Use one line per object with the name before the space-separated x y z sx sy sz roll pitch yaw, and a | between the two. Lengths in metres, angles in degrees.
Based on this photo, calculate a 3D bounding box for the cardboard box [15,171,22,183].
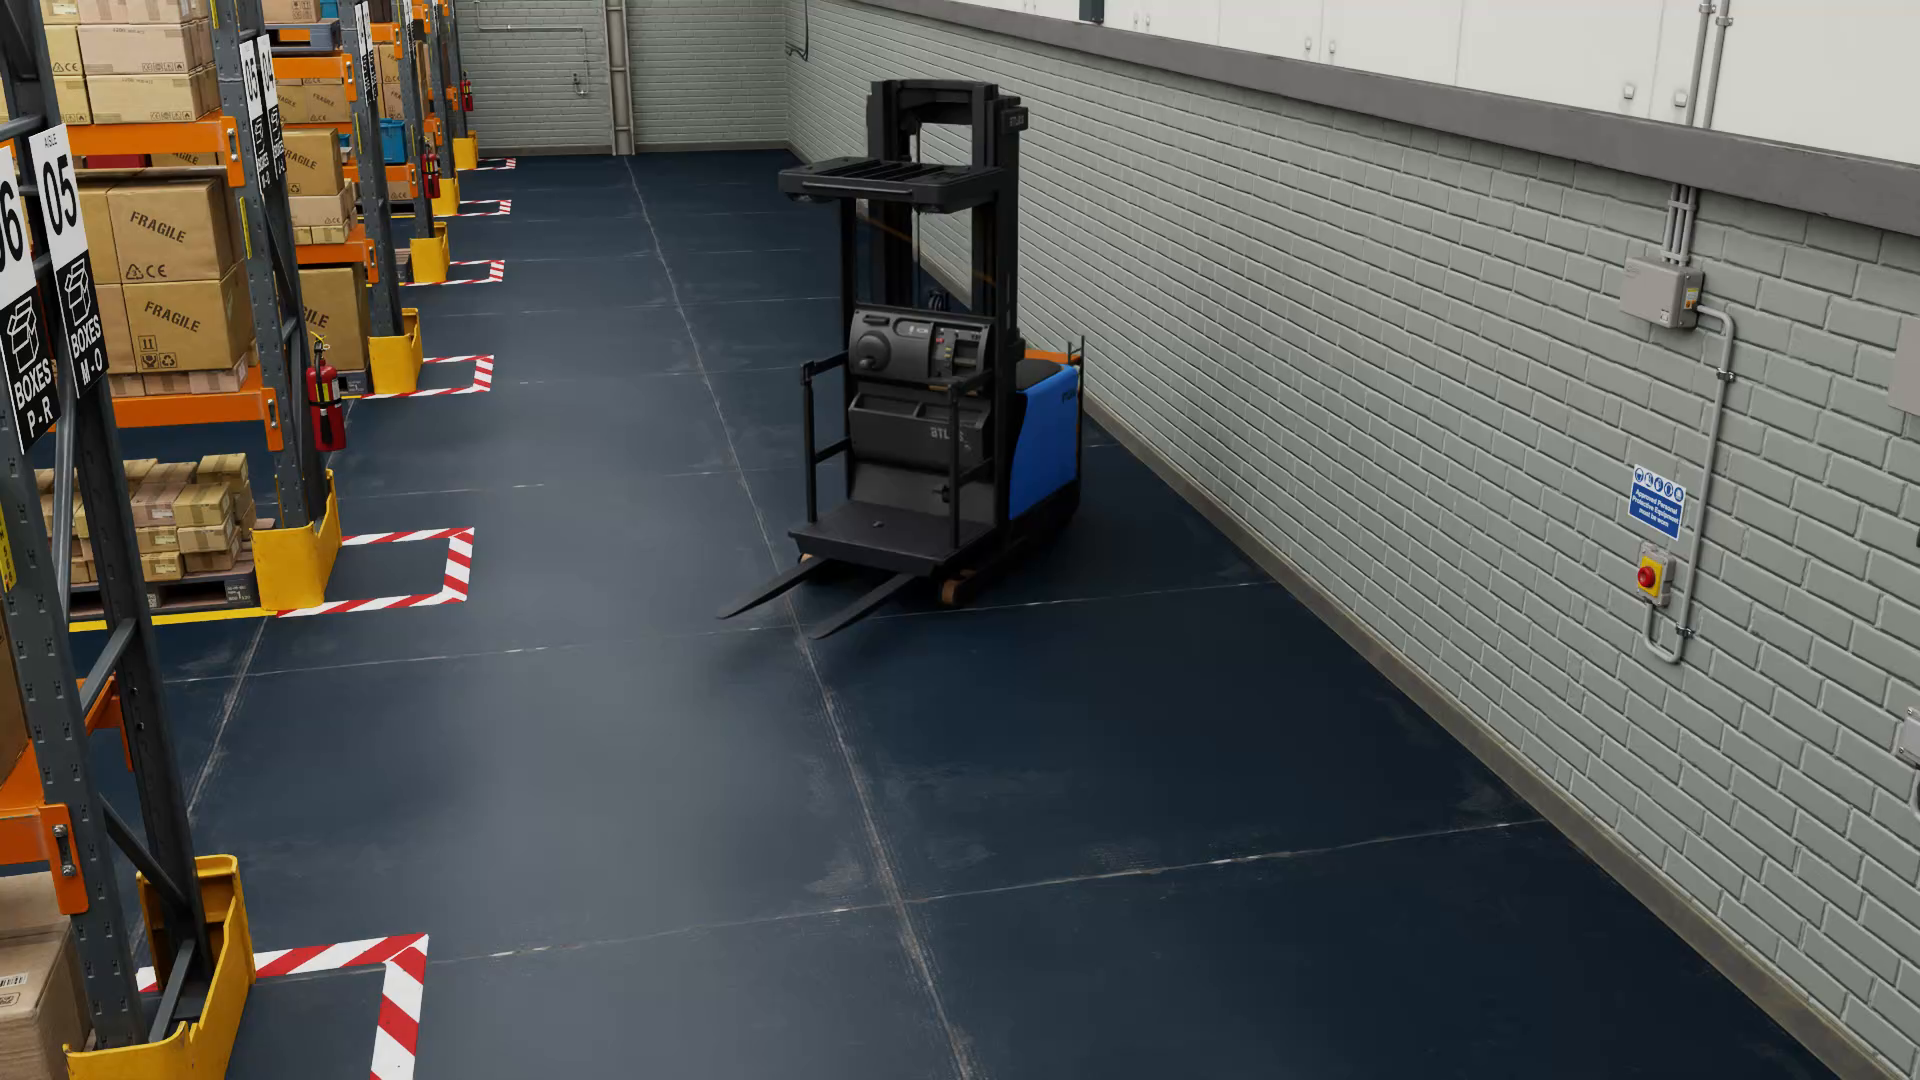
cardboard box | -5.506 -1.832 9.544 0.500 0.500 0.500 -5 21 -14

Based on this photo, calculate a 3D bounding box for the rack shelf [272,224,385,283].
rack shelf | -6.996 -2.371 14.092 4.000 0.370 1.077 -5 21 -12

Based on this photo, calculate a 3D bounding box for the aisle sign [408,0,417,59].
aisle sign | -6.188 -5.851 18.766 0.004 0.787 0.394 -5 21 -12

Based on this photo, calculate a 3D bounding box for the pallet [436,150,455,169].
pallet | -9.230 -6.442 28.214 1.213 0.211 1.003 -5 21 -12

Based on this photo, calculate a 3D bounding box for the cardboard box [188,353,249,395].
cardboard box | -4.259 -0.960 9.560 0.250 0.149 0.380 -5 21 -12

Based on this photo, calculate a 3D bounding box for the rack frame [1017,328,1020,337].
rack frame | 0.347 -0.861 11.539 0.015 1.200 0.240 10 22 26

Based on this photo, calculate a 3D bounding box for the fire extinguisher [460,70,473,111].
fire extinguisher | -8.217 -7.487 27.667 0.183 0.674 0.296 -5 21 -12

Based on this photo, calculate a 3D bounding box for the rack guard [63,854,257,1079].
rack guard | -2.746 1.622 5.780 0.348 0.500 1.175 -5 21 -12

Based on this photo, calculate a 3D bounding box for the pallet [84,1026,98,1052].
pallet | -3.530 1.849 5.580 1.213 0.211 1.003 -5 21 -12

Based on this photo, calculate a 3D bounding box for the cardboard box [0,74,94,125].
cardboard box | -4.884 -2.369 8.899 0.500 0.250 0.500 -5 21 -12

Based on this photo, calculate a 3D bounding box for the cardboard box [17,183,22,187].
cardboard box | -5.392 -1.651 9.049 0.500 0.500 0.500 -4 20 -10

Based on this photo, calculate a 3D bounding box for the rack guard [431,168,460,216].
rack guard | -7.400 -5.003 23.867 0.348 0.500 1.175 -5 21 -12

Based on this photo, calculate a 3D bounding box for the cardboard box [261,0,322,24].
cardboard box | -5.544 -4.507 13.616 0.500 0.500 0.700 -6 21 -16

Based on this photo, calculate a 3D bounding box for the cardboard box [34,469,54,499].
cardboard box | -5.605 -0.304 10.072 0.250 0.149 0.380 -4 20 -10

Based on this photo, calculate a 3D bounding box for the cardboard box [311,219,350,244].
cardboard box | -5.321 -2.611 14.065 0.250 0.149 0.380 -4 21 -11

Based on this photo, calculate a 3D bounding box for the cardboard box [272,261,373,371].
cardboard box | -5.654 -1.989 14.482 0.875 0.875 0.875 -5 21 -12

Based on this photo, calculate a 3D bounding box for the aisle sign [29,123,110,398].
aisle sign | -2.766 -0.873 5.178 0.004 0.787 0.394 -5 21 -12

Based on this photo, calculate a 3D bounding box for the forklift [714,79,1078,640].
forklift | -0.347 -1.152 9.819 1.130 2.935 3.031 10 23 26

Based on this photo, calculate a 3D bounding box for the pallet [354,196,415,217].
pallet | -8.176 -4.804 23.743 1.213 0.211 1.003 -5 21 -12

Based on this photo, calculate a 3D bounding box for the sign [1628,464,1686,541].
sign | 2.761 -0.152 6.595 0.001 0.218 0.327 -5 21 -12

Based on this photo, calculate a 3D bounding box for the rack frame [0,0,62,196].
rack frame | -2.770 -2.367 4.313 0.127 3.000 1.000 -5 21 -12

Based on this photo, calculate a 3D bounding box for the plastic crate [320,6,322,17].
plastic crate | -7.084 -5.660 17.973 0.336 0.188 0.450 -5 21 -12

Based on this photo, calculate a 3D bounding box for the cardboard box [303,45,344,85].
cardboard box | -8.691 -6.490 22.690 0.500 0.500 0.500 -4 21 -11

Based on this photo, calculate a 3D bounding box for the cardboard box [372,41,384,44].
cardboard box | -8.325 -6.709 23.289 0.500 0.500 0.500 -4 21 -12

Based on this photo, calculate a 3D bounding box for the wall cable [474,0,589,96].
wall cable | -7.441 -8.736 28.945 1.851 1.984 0.084 -5 21 -12

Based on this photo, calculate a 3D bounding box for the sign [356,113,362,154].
sign | -4.939 -3.339 13.661 0.005 0.325 0.100 -5 21 -12

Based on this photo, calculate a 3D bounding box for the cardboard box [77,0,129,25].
cardboard box | -4.521 -2.840 8.878 0.250 0.149 0.380 -4 21 -12

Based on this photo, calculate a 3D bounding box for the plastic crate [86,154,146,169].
plastic crate | -9.156 -4.253 18.004 0.583 0.464 0.402 -5 21 -12

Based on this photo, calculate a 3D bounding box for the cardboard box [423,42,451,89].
cardboard box | -8.964 -7.938 27.808 0.700 0.700 0.980 -4 20 -10

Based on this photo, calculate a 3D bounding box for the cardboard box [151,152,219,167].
cardboard box | -6.569 -3.258 14.163 0.500 0.500 0.500 -5 21 -14

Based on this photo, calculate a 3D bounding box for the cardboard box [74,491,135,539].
cardboard box | -4.944 -0.146 9.642 0.250 0.149 0.380 -5 21 -14

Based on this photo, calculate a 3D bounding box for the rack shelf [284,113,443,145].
rack shelf | -9.272 -5.687 23.145 4.000 0.370 1.077 -5 21 -12

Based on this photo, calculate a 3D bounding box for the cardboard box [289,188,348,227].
cardboard box | -5.461 -2.809 14.028 0.500 0.250 0.500 -5 21 -13

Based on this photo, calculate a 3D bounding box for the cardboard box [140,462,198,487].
cardboard box | -4.836 -0.347 10.190 0.250 0.149 0.380 -4 21 -11

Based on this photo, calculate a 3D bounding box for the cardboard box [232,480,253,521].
cardboard box | -4.576 -0.241 10.334 0.250 0.149 0.380 -4 20 -10

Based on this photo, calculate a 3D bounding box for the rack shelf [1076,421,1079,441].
rack shelf | 0.562 -0.758 11.455 0.480 0.148 0.258 10 22 26

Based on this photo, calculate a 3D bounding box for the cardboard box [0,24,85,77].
cardboard box | -4.894 -2.609 8.826 0.500 0.250 0.500 -5 21 -14

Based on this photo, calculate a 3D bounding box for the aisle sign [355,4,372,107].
aisle sign | -4.911 -3.993 13.694 0.004 0.787 0.394 -5 21 -12

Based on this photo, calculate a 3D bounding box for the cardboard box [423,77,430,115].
cardboard box | -7.818 -6.283 23.581 0.500 0.500 0.500 -4 21 -11

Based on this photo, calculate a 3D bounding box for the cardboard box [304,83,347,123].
cardboard box | -8.690 -6.024 22.872 0.500 0.500 0.500 -4 21 -12

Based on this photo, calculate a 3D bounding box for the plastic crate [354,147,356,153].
plastic crate | -6.837 -4.522 19.215 0.298 0.136 0.250 -5 21 -12

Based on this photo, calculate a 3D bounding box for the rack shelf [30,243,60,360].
rack shelf | -4.716 -0.462 4.520 4.000 0.370 1.077 -5 21 -12

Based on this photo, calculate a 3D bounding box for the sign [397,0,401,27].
sign | -6.047 -5.701 17.929 0.005 0.325 0.100 -5 21 -12

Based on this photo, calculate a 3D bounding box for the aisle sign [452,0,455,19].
aisle sign | -8.330 -8.967 27.273 0.004 0.787 0.394 -5 21 -12

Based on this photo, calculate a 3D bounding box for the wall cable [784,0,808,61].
wall cable | -2.883 -9.528 28.377 0.112 2.526 3.097 -5 21 -12

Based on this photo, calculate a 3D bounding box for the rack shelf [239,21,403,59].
rack shelf | -8.136 -5.437 18.102 4.000 0.370 1.077 -5 21 -12

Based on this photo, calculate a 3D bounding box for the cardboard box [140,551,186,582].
cardboard box | -4.698 0.108 9.812 0.250 0.149 0.380 -4 20 -11

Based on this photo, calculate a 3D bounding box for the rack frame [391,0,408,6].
rack frame | -6.190 -7.342 17.894 0.127 3.000 1.000 -5 21 -12

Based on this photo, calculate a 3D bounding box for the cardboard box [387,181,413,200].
cardboard box | -7.798 -5.091 23.465 0.500 0.500 0.500 -5 21 -12

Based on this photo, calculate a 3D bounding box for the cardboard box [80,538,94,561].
cardboard box | -4.960 -0.018 9.724 0.250 0.149 0.380 -6 21 -15

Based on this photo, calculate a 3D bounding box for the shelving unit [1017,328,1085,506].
shelving unit | 0.562 -0.822 11.432 0.503 1.200 0.258 10 22 26

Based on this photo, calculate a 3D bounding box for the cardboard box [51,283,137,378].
cardboard box | -4.888 -1.225 9.339 0.500 0.500 0.500 -5 21 -13

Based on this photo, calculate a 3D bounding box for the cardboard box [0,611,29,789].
cardboard box | -3.178 0.530 4.981 0.500 0.500 0.500 -5 21 -12

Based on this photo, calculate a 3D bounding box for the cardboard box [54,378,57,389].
cardboard box | -4.994 -0.900 9.397 0.250 0.149 0.380 -4 21 -11

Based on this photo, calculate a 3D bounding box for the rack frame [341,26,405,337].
rack frame | -5.050 -2.867 14.400 0.127 3.000 1.000 -5 21 -12
